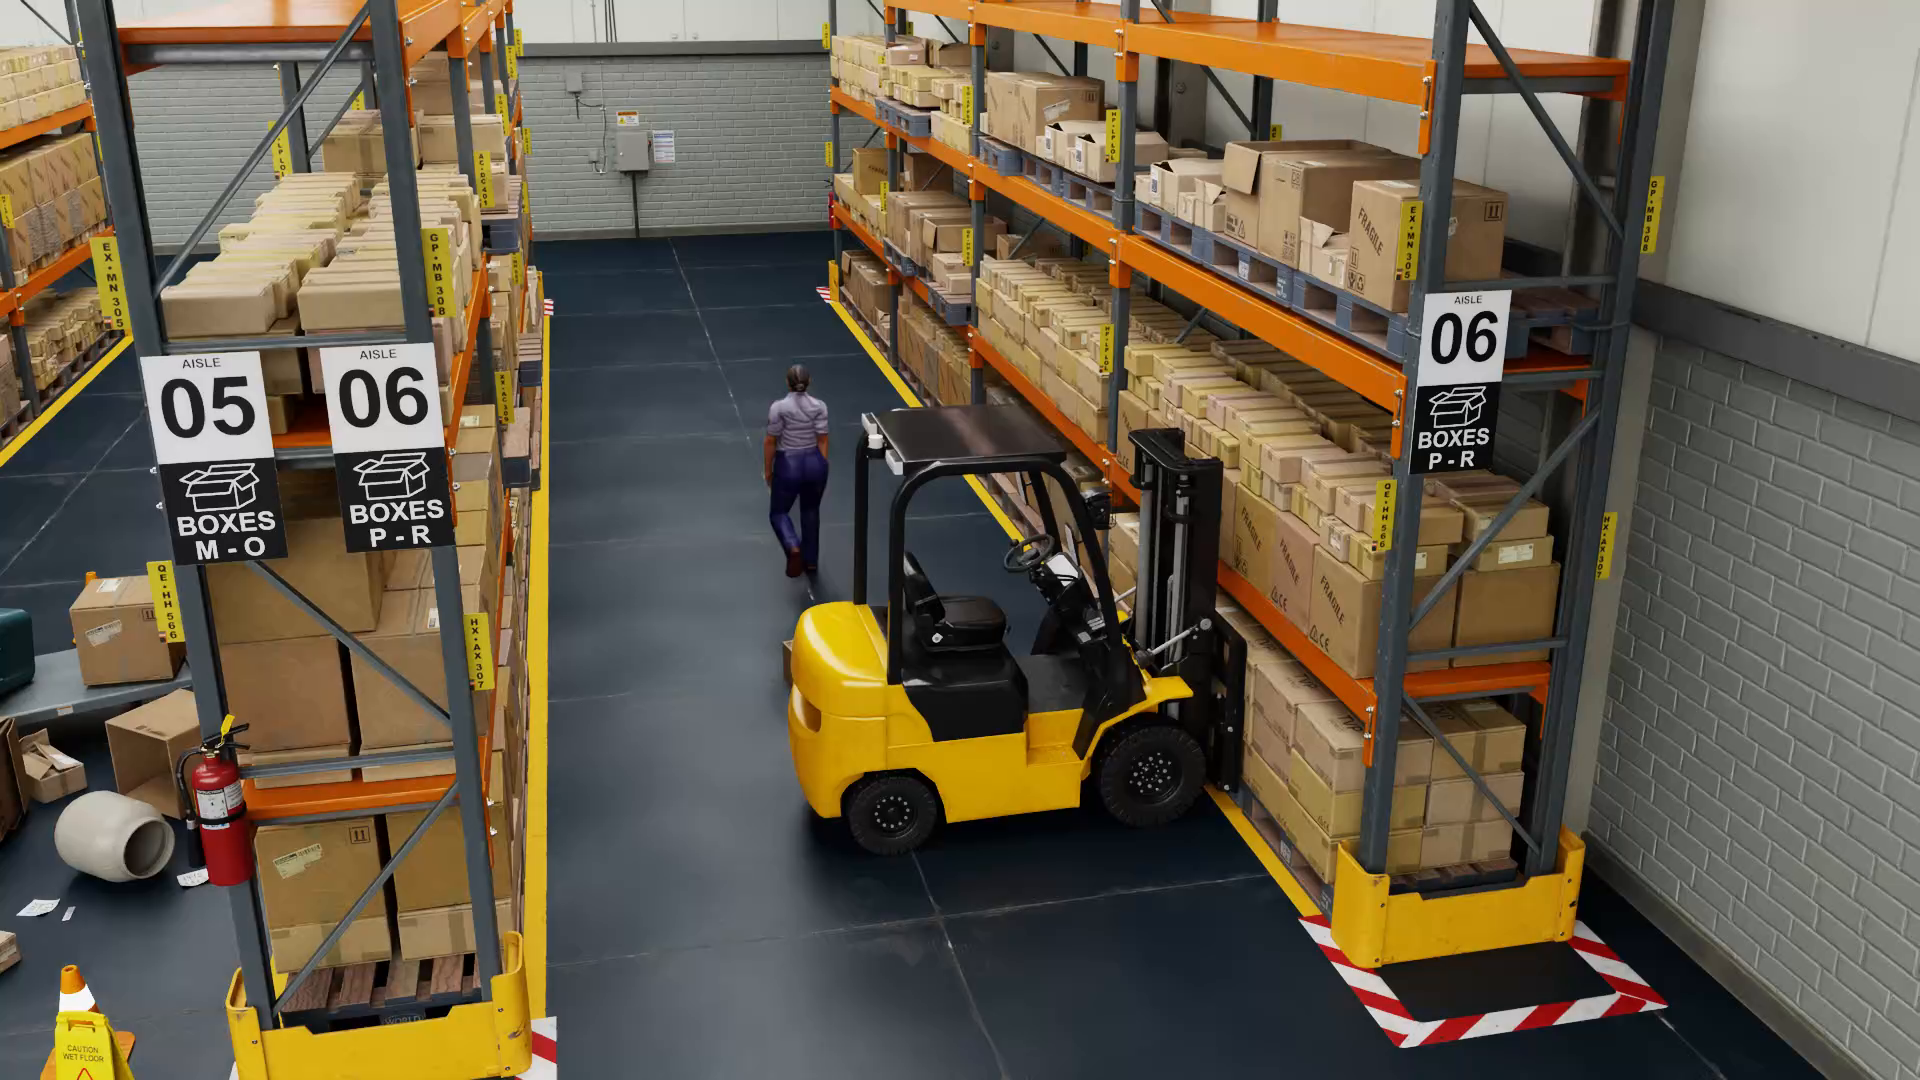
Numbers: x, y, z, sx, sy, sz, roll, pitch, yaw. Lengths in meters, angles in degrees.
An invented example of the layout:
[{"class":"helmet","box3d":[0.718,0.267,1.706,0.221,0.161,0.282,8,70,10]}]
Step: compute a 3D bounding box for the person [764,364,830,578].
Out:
[{"class":"person","box3d":[-1.198,-0.497,12.433,0.484,1.628,0.683,-7,21,-20]}]
